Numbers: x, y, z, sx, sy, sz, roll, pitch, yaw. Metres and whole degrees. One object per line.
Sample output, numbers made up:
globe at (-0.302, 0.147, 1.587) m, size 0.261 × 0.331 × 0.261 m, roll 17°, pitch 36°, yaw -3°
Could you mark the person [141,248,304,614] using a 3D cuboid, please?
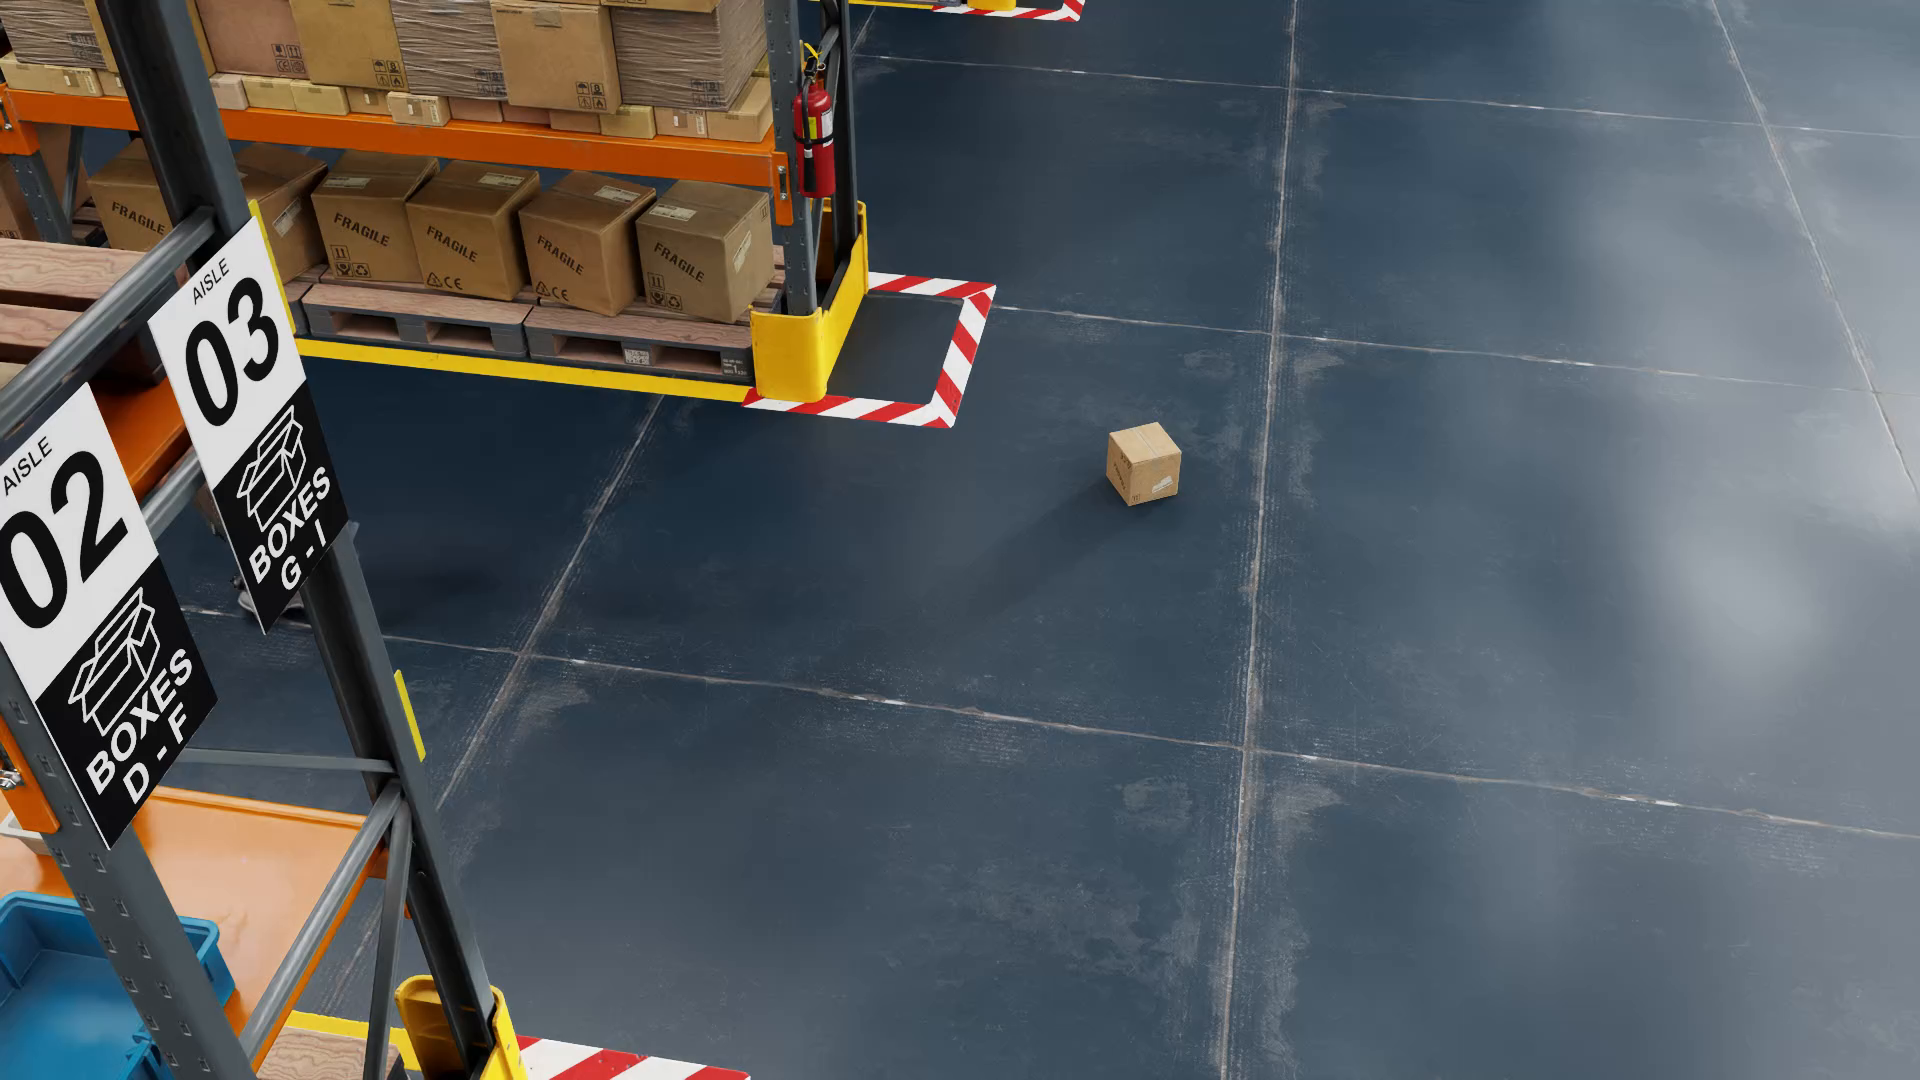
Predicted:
person at (-3.006, -0.377, 6.641) m, size 0.506 × 1.786 × 0.527 m, roll -2°, pitch 40°, yaw -2°
